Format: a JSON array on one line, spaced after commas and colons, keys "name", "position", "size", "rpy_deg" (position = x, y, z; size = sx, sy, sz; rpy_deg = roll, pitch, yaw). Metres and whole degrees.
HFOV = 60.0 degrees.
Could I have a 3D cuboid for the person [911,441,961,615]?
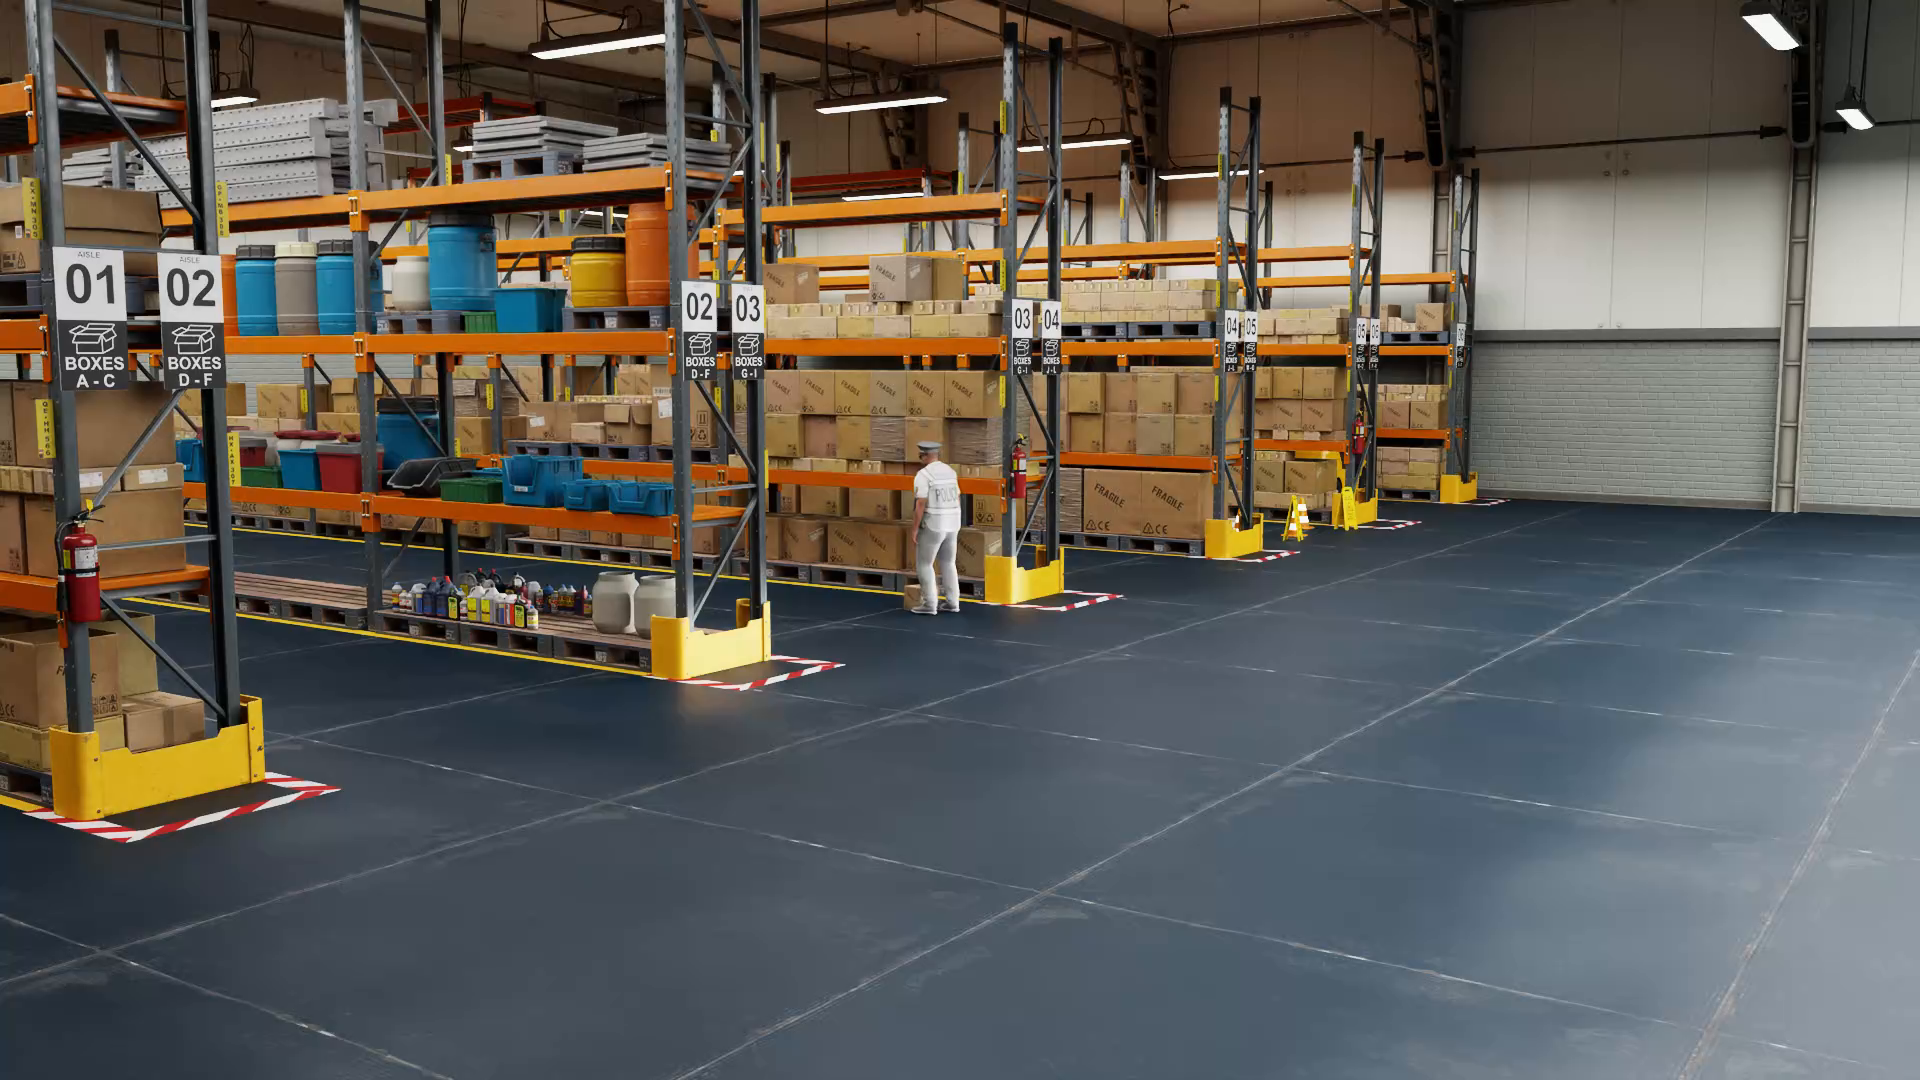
[{"name": "person", "position": [-0.235, -0.122, 16.856], "size": [0.601, 1.747, 0.444], "rpy_deg": [-5, 8, -40]}]
